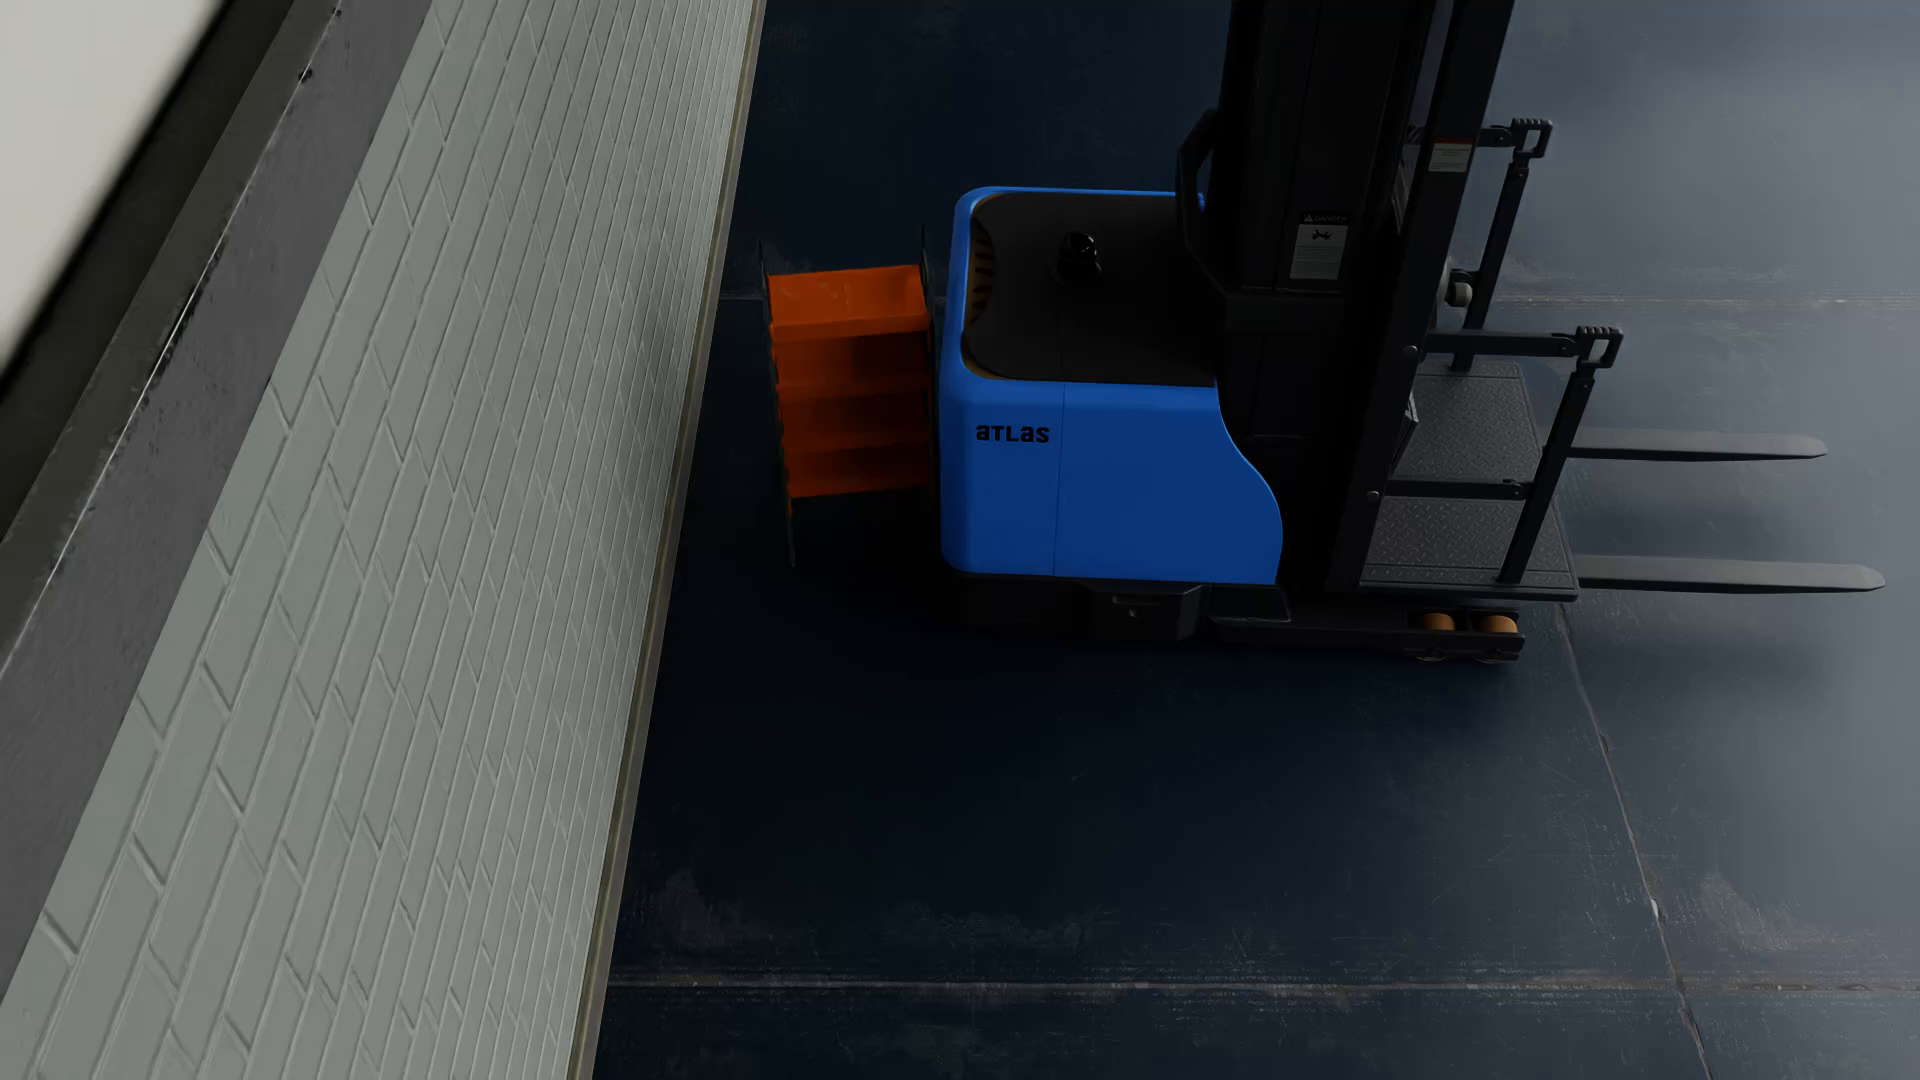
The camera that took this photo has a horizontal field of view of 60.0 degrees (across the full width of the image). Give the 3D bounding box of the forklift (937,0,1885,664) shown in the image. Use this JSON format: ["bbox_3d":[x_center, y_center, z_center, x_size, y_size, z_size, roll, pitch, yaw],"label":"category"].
[{"bbox_3d":[1.462,-1.002,4.680,3.031,2.935,1.130,2,47,2],"label":"forklift"}]

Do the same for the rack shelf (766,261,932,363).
[{"bbox_3d":[-0.340,-0.693,5.039,0.480,0.148,0.258,-5,47,-5],"label":"rack shelf"}]

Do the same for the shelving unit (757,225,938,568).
[{"bbox_3d":[-0.340,-0.425,5.326,0.503,1.200,0.258,-5,47,-5],"label":"shelving unit"}]

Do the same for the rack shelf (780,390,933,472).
[{"bbox_3d":[-0.340,-0.380,5.376,0.480,0.148,0.258,-5,47,-5],"label":"rack shelf"}]

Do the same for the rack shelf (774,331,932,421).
[{"bbox_3d":[-0.340,-0.532,5.212,0.480,0.148,0.258,-5,47,-5],"label":"rack shelf"}]

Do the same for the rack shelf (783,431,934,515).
[{"bbox_3d":[-0.340,-0.244,5.521,0.480,0.148,0.258,-5,47,-5],"label":"rack shelf"}]

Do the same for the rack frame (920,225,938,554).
[{"bbox_3d":[-0.098,-0.448,5.348,0.015,1.200,0.240,-5,47,-5],"label":"rack frame"}]

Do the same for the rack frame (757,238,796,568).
[{"bbox_3d":[-0.582,-0.403,5.305,0.015,1.200,0.240,-5,47,-5],"label":"rack frame"}]
